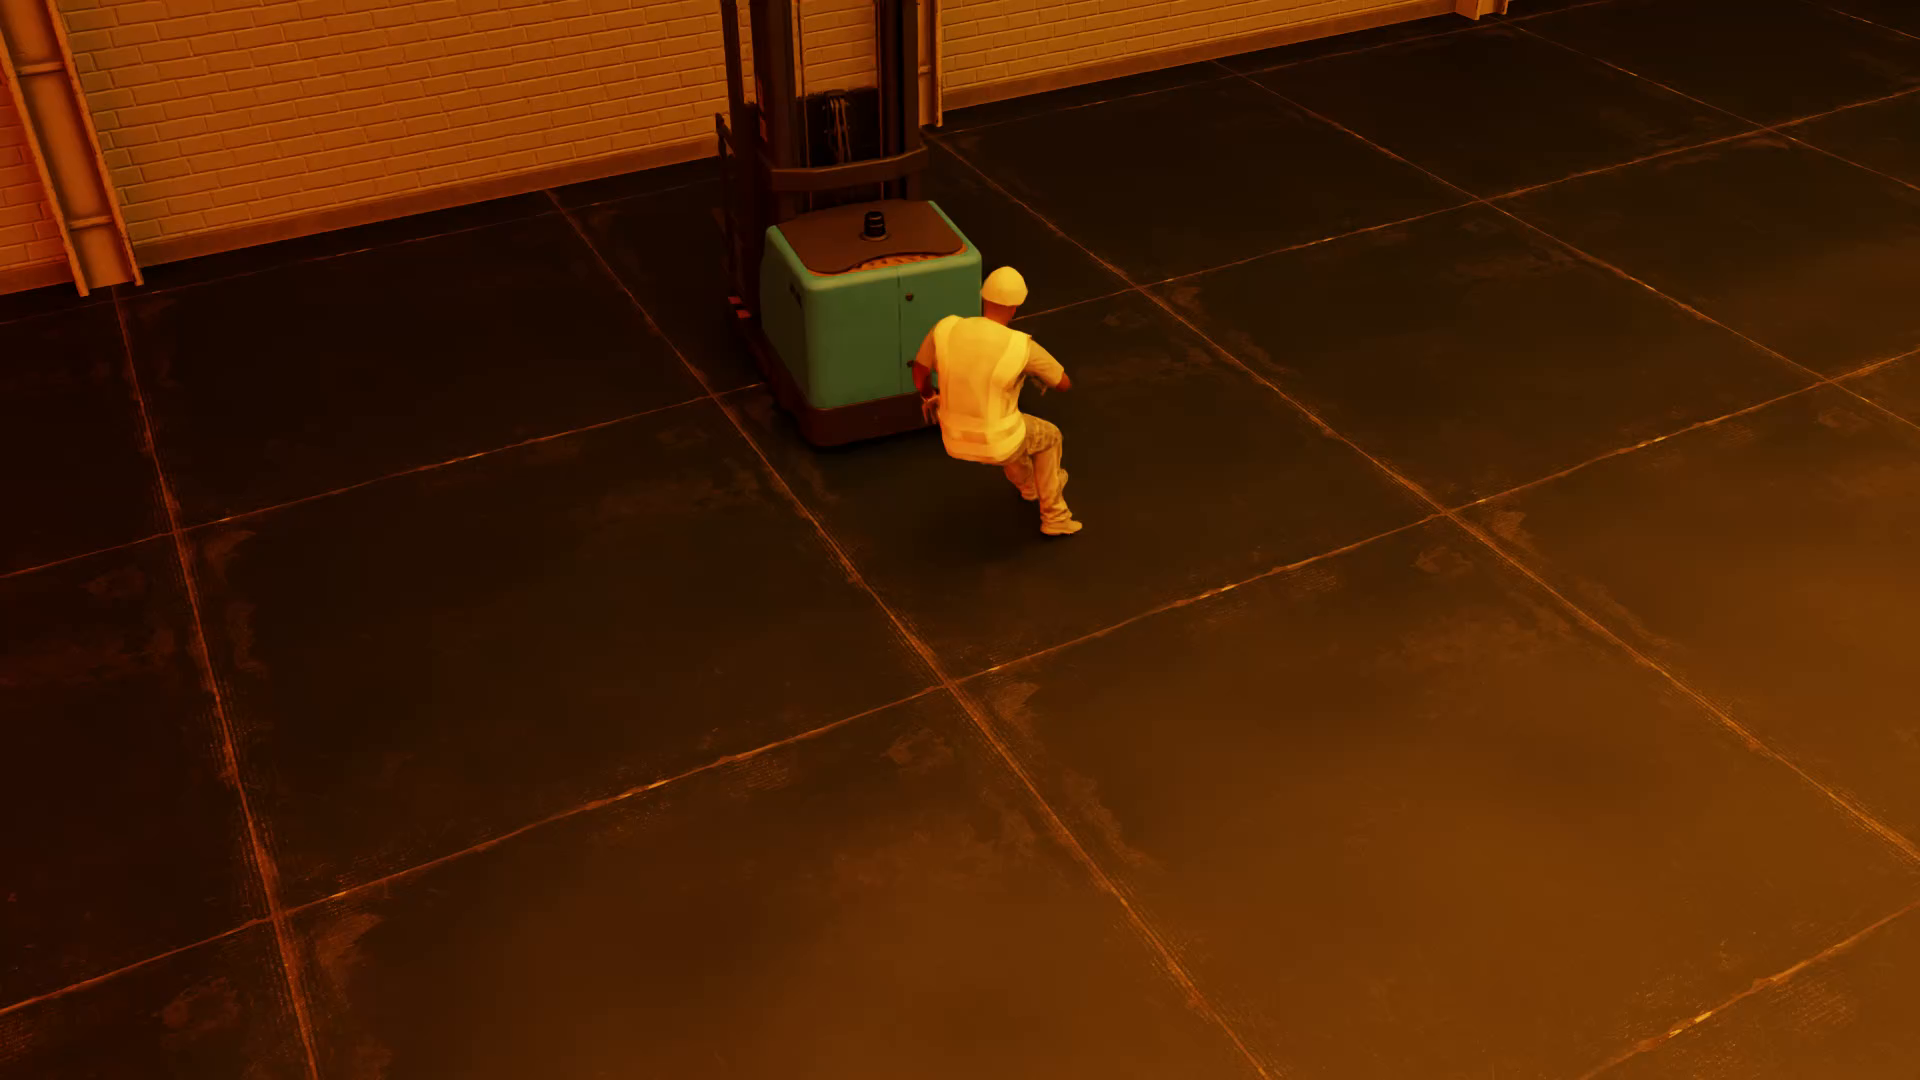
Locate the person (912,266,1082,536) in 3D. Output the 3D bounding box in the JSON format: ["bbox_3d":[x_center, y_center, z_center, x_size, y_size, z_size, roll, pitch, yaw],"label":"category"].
[{"bbox_3d":[0.253,-0.714,8.425,0.818,1.562,0.919,15,38,20],"label":"person"}]

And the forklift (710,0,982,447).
[{"bbox_3d":[-0.869,-2.564,9.750,1.130,2.935,3.031,-13,37,-17],"label":"forklift"}]
